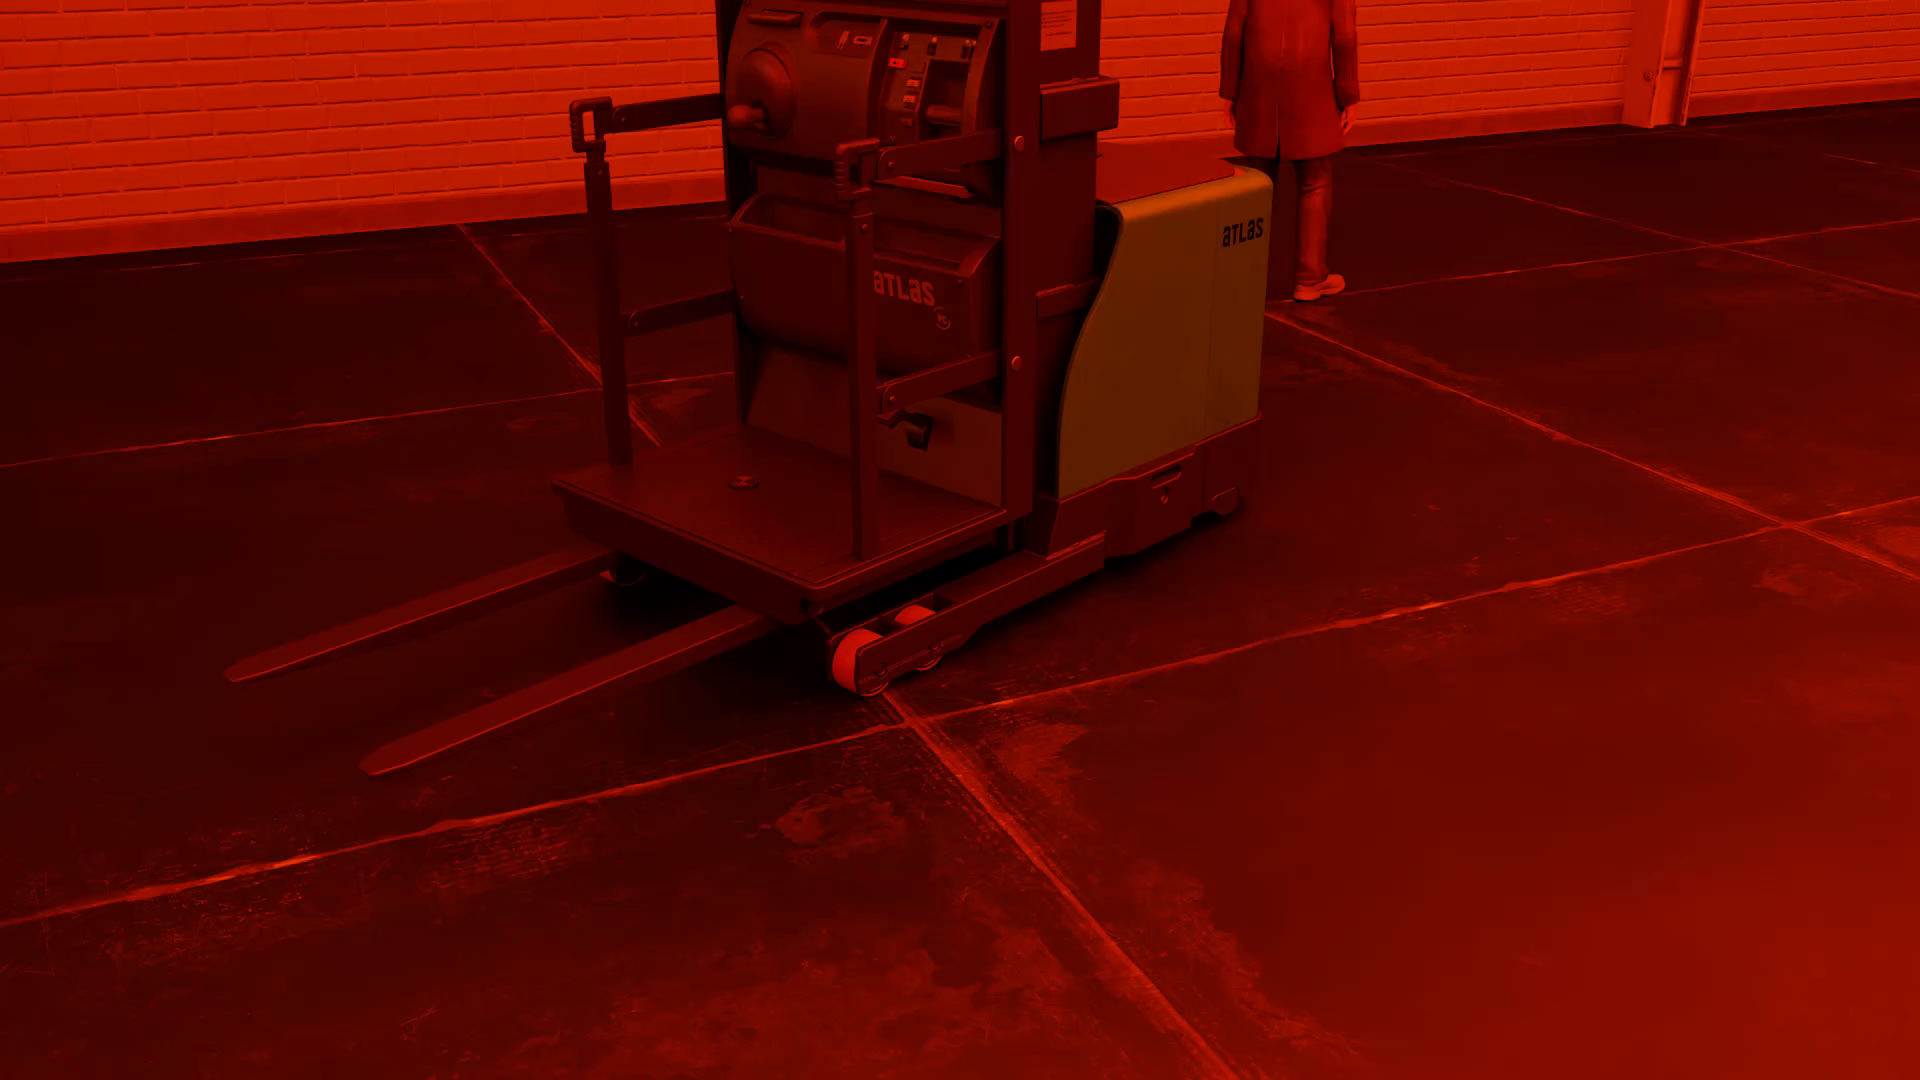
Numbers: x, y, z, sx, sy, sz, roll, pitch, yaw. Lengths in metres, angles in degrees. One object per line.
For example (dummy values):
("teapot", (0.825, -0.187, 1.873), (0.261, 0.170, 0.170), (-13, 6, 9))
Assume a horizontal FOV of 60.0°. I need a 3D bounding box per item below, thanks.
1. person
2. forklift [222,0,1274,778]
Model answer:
("person", (1.518, -2.020, 7.657), (0.610, 1.774, 0.385), (10, 25, 23))
("forklift", (-0.413, -1.153, 4.144), (1.129, 2.867, 3.031), (19, 29, 39))
